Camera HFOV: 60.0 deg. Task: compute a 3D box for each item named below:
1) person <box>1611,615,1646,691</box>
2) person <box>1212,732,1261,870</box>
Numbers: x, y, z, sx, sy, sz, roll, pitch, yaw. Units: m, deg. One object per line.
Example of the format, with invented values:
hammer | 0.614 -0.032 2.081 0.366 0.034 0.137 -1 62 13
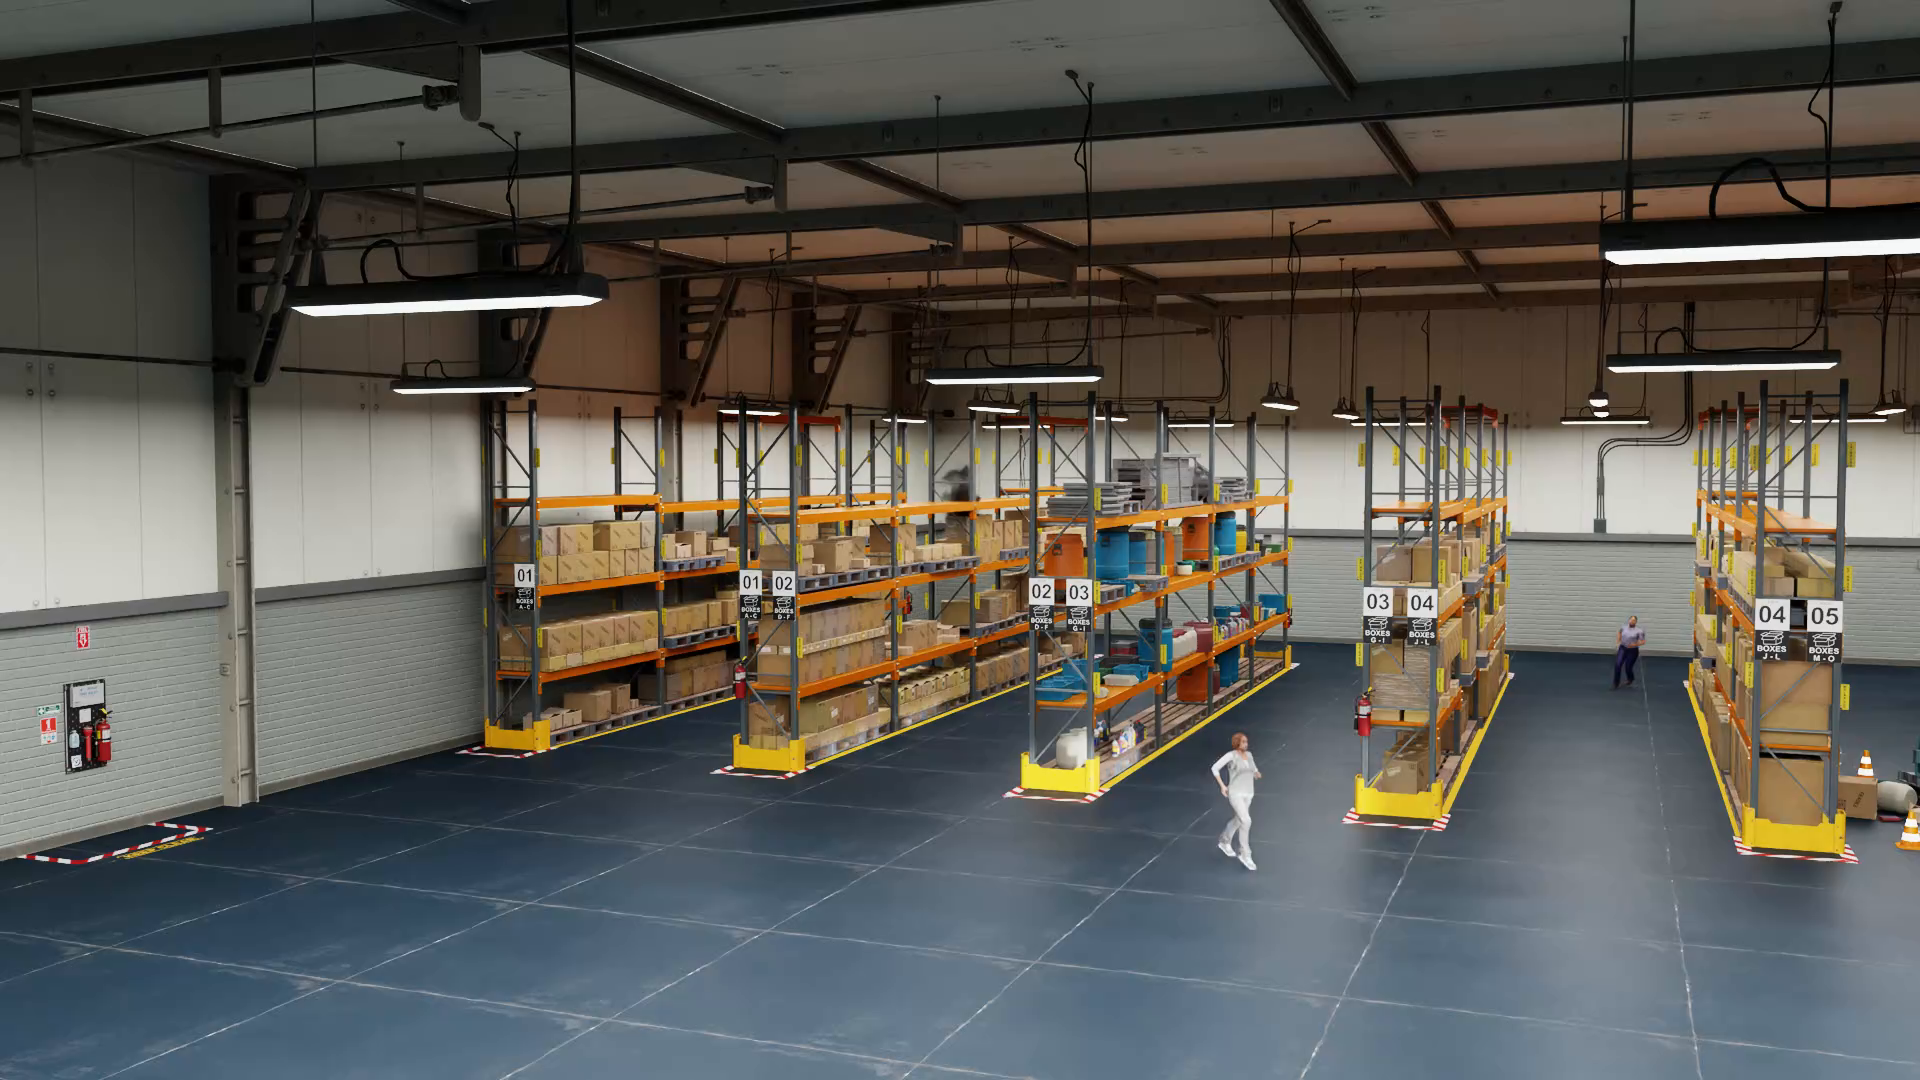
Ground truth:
person | 14.483 2.428 35.937 0.642 1.620 0.869 2 4 39
person | 3.426 3.178 20.478 0.515 1.633 0.740 -2 4 -38
